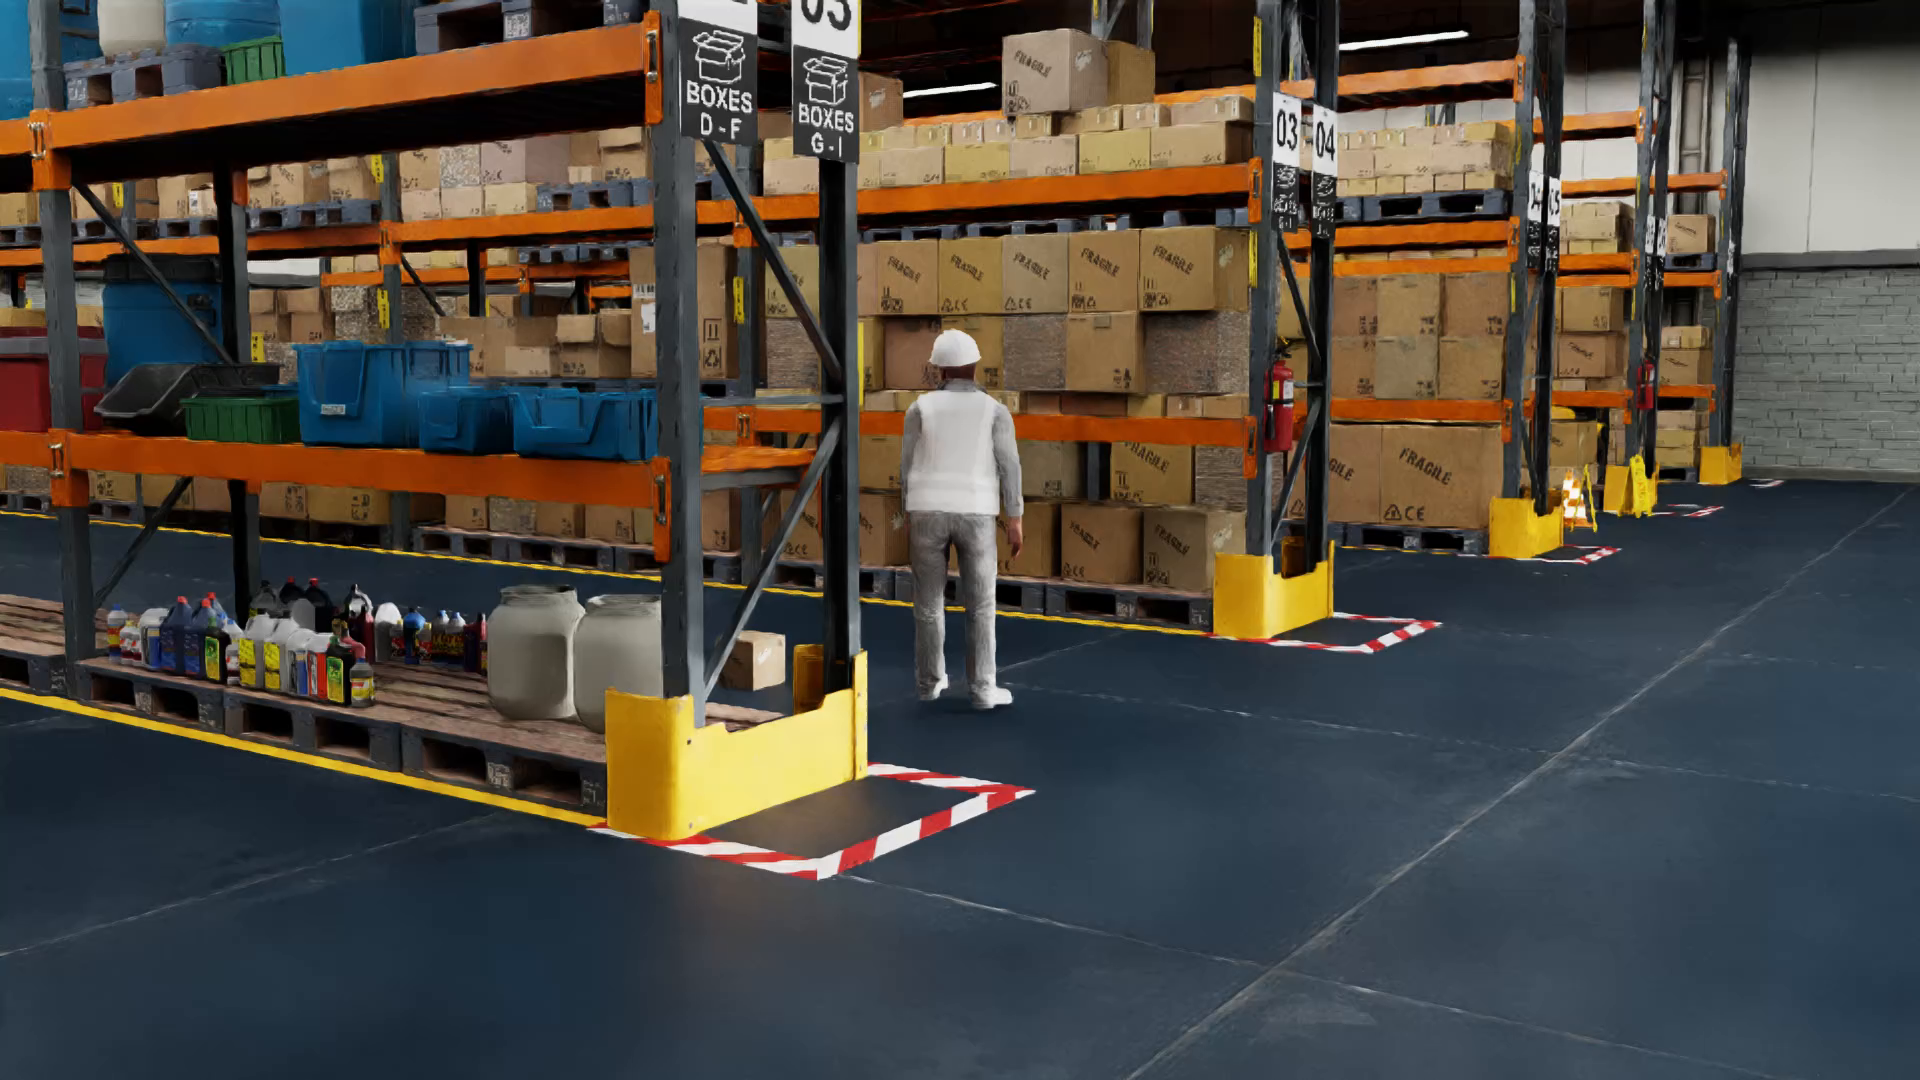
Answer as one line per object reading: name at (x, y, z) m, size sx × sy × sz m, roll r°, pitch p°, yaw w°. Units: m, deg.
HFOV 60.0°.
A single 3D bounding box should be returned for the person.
person at (0.009, -0.106, 7.913) m, size 0.583 × 1.781 × 0.517 m, roll 0°, pitch 6°, yaw 3°
